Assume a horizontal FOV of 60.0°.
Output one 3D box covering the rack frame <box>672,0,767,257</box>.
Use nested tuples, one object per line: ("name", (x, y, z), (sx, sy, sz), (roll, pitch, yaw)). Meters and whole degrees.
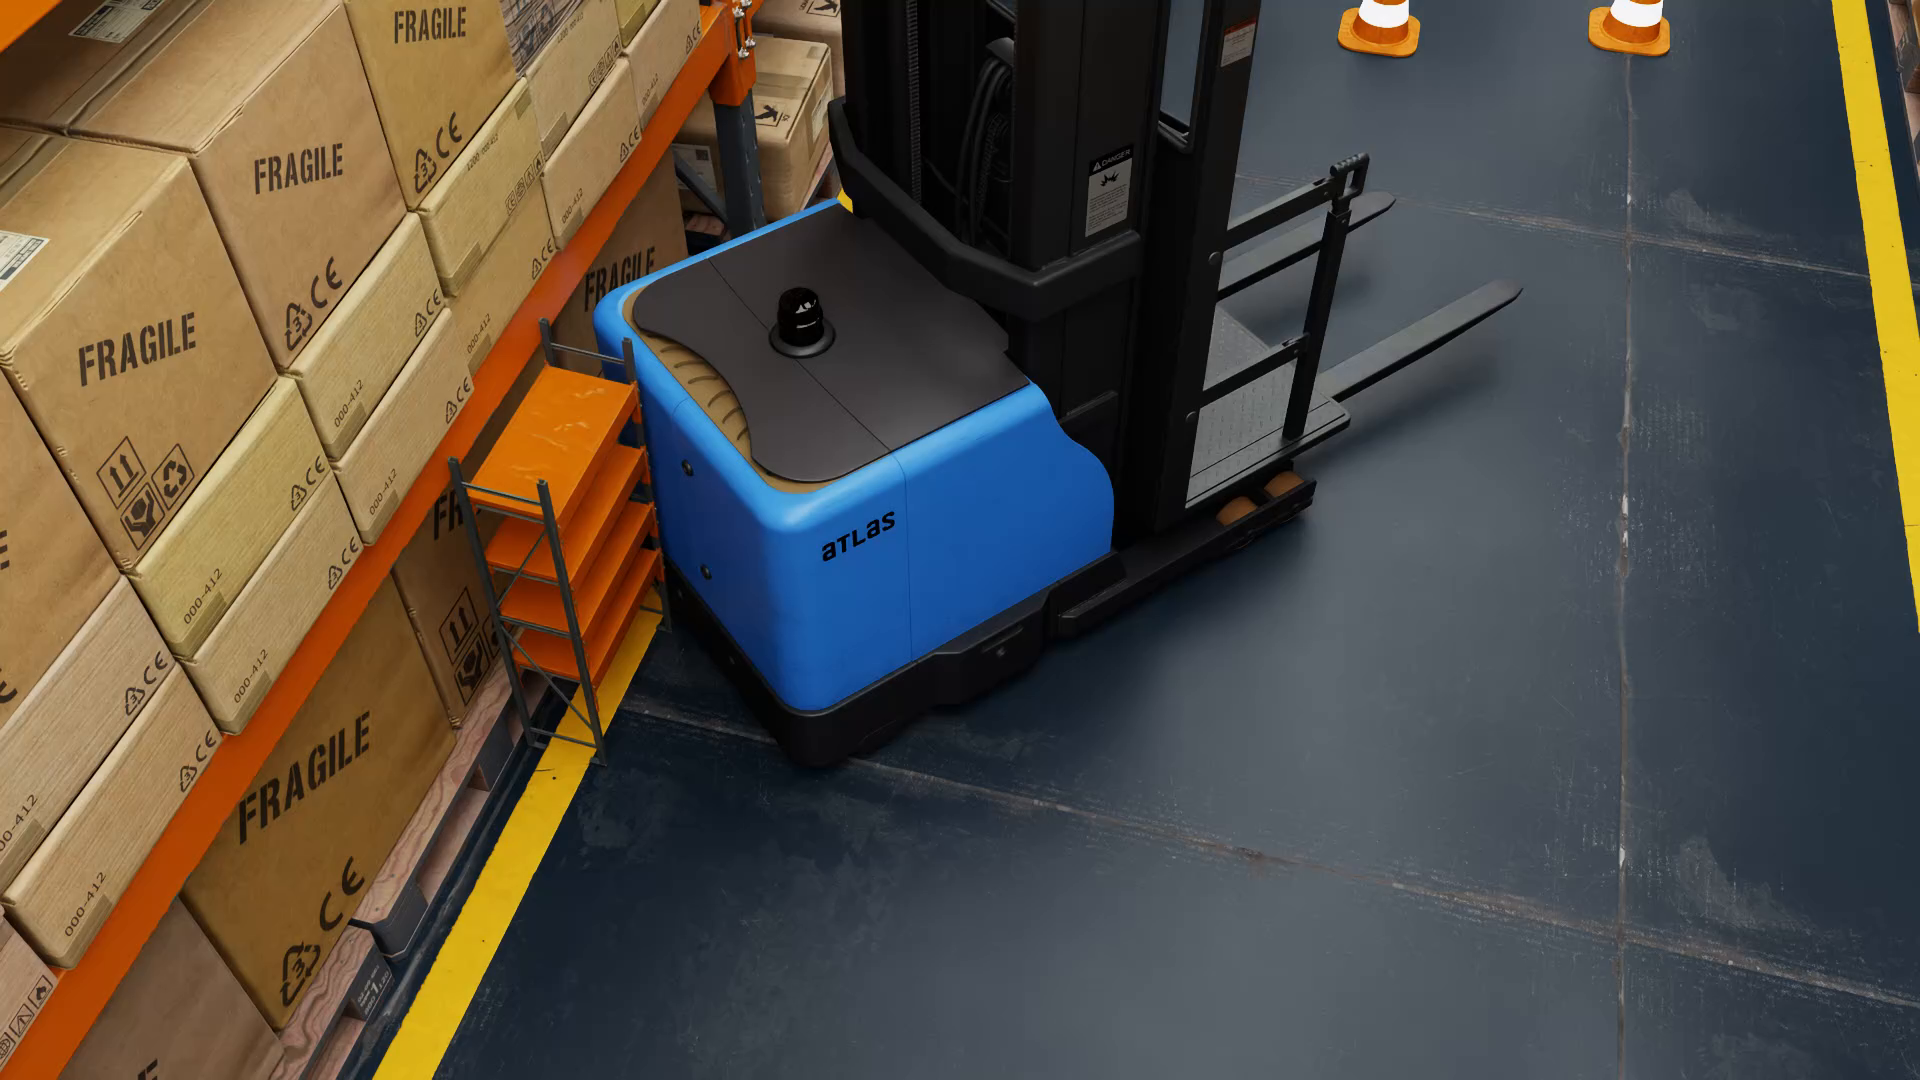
("rack frame", (-1.157, -1.866, 4.897), (1.000, 3.000, 0.127), (12, 50, 10))

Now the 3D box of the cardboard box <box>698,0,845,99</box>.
("cardboard box", (-0.812, -2.078, 6.556), (0.950, 0.372, 0.625), (11, 49, 9))

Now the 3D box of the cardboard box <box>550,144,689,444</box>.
("cardboard box", (-1.419, -0.819, 5.109), (0.875, 0.875, 0.875), (11, 50, 10))

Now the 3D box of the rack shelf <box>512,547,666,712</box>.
("rack shelf", (-1.027, 0.214, 4.600), (0.258, 0.148, 0.480), (14, 51, 8))

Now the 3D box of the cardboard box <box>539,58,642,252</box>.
("cardboard box", (-1.159, -1.027, 4.256), (0.500, 0.250, 0.500), (12, 50, 11))

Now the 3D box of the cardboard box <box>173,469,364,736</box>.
("cardboard box", (-1.555, 0.068, 3.289), (0.500, 0.250, 0.500), (11, 50, 10))

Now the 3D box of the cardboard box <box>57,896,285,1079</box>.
("cardboard box", (-2.124, 1.127, 3.392), (0.875, 0.875, 0.875), (13, 50, 11))

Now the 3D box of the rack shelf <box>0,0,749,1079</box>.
("rack shelf", (-1.684, -0.182, 3.889), (1.077, 0.370, 4.000), (12, 50, 10))

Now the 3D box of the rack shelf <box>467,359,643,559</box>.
("rack shelf", (-0.997, -0.205, 4.093), (0.258, 0.148, 0.480), (14, 51, 8))

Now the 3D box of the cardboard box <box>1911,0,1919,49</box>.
("cardboard box", (4.363, -2.087, 6.311), (1.050, 0.750, 0.750), (12, 50, 10))

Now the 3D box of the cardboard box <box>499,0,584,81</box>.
("cardboard box", (-1.168, -1.432, 3.780), (0.500, 0.500, 0.500), (12, 50, 11))

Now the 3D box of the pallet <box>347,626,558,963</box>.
("pallet", (-1.761, 0.491, 4.675), (1.003, 0.211, 1.213), (12, 50, 10))

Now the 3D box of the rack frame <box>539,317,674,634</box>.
("rack frame", (-0.949, -0.135, 4.547), (0.240, 1.200, 0.015), (14, 51, 8))

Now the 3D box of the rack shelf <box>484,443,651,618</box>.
("rack shelf", (-1.008, -0.055, 4.275), (0.258, 0.148, 0.480), (14, 51, 8))

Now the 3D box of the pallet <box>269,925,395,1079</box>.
("pallet", (-2.080, 1.377, 3.894), (1.003, 0.211, 1.213), (12, 50, 10))

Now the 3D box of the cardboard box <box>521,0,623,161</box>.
("cardboard box", (-1.171, -1.210, 4.084), (0.500, 0.250, 0.500), (10, 49, 9))

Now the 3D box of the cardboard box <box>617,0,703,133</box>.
("cardboard box", (-1.040, -1.400, 4.585), (0.500, 0.250, 0.500), (10, 49, 9))

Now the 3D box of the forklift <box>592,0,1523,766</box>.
("forklift", (0.510, -1.240, 4.389), (3.031, 2.935, 1.130), (-28, 54, -22))

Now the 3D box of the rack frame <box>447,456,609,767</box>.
("rack frame", (-1.081, 0.224, 4.243), (0.240, 1.200, 0.015), (14, 51, 8))

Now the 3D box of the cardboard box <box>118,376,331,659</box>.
("cardboard box", (-1.554, -0.094, 3.099), (0.500, 0.250, 0.500), (12, 50, 11))

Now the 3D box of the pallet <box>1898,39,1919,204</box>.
("pallet", (4.248, -1.475, 6.411), (1.003, 0.211, 1.213), (12, 50, 10))

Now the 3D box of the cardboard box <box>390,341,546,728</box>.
("cardboard box", (-1.658, -0.175, 4.541), (0.875, 0.875, 0.875), (12, 50, 10))

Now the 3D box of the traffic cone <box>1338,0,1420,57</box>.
("traffic cone", (1.808, -2.340, 7.006), (0.336, 0.463, 0.334), (12, 50, 10))

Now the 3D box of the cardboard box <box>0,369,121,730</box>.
("cardboard box", (-1.710, 0.028, 2.491), (0.500, 0.500, 0.500), (11, 50, 10))

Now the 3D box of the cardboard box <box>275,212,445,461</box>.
("cardboard box", (-1.422, -0.460, 3.422), (0.500, 0.250, 0.500), (10, 49, 9))

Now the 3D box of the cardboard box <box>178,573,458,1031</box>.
("cardboard box", (-1.894, 0.472, 3.970), (0.875, 0.875, 0.875), (13, 50, 11))

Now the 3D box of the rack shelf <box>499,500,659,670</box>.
("rack shelf", (-1.018, 0.087, 4.447), (0.258, 0.148, 0.480), (14, 51, 8))

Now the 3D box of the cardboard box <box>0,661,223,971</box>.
("cardboard box", (-1.705, 0.436, 2.965), (0.500, 0.250, 0.500), (10, 49, 9))

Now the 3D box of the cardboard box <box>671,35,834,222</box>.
("cardboard box", (-0.999, -1.542, 6.083), (0.950, 0.372, 0.625), (9, 49, 7))

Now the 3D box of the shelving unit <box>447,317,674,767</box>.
("shelving unit", (-1.015, 0.045, 4.395), (0.258, 1.200, 0.503), (14, 51, 8))

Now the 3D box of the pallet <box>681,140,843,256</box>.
("pallet", (-0.950, -1.509, 6.441), (1.003, 0.211, 1.213), (12, 50, 10))

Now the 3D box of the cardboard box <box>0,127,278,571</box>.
("cardboard box", (-1.575, -0.334, 2.811), (0.500, 0.500, 0.500), (10, 49, 9))

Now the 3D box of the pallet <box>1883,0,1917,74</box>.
("pallet", (4.567, -2.360, 7.192), (1.003, 0.211, 1.213), (12, 50, 10))

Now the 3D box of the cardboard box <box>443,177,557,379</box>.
("cardboard box", (-1.307, -0.666, 3.937), (0.500, 0.250, 0.500), (11, 50, 10))

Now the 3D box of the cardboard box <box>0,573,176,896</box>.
("cardboard box", (-1.712, 0.266, 2.781), (0.500, 0.250, 0.500), (12, 50, 11))

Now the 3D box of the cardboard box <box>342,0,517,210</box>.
("cardboard box", (-1.305, -1.074, 3.464), (0.500, 0.500, 0.500), (12, 50, 10))

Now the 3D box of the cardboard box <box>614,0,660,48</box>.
("cardboard box", (-1.040, -1.582, 4.412), (0.500, 0.250, 0.500), (11, 50, 10))

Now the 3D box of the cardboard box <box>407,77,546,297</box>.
("cardboard box", (-1.286, -0.836, 3.754), (0.500, 0.250, 0.500), (10, 49, 9))

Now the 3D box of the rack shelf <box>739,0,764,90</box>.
("rack shelf", (-0.631, -3.075, 6.443), (1.077, 0.370, 4.000), (12, 50, 10))

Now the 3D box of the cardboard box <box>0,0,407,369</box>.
("cardboard box", (-1.445, -0.709, 3.142), (0.500, 0.500, 0.500), (11, 49, 9))

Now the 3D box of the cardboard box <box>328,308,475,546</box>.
("cardboard box", (-1.414, -0.292, 3.607), (0.500, 0.250, 0.500), (11, 49, 9))

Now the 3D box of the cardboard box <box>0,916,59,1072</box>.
("cardboard box", (-1.840, 0.810, 2.634), (0.500, 0.250, 0.500), (11, 49, 9))

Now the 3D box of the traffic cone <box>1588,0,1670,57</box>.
("traffic cone", (2.888, -2.344, 7.010), (0.336, 0.463, 0.334), (12, 50, 10))

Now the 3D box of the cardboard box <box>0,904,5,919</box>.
("cardboard box", (-1.822, 0.649, 2.444), (0.500, 0.250, 0.500), (10, 49, 9))
